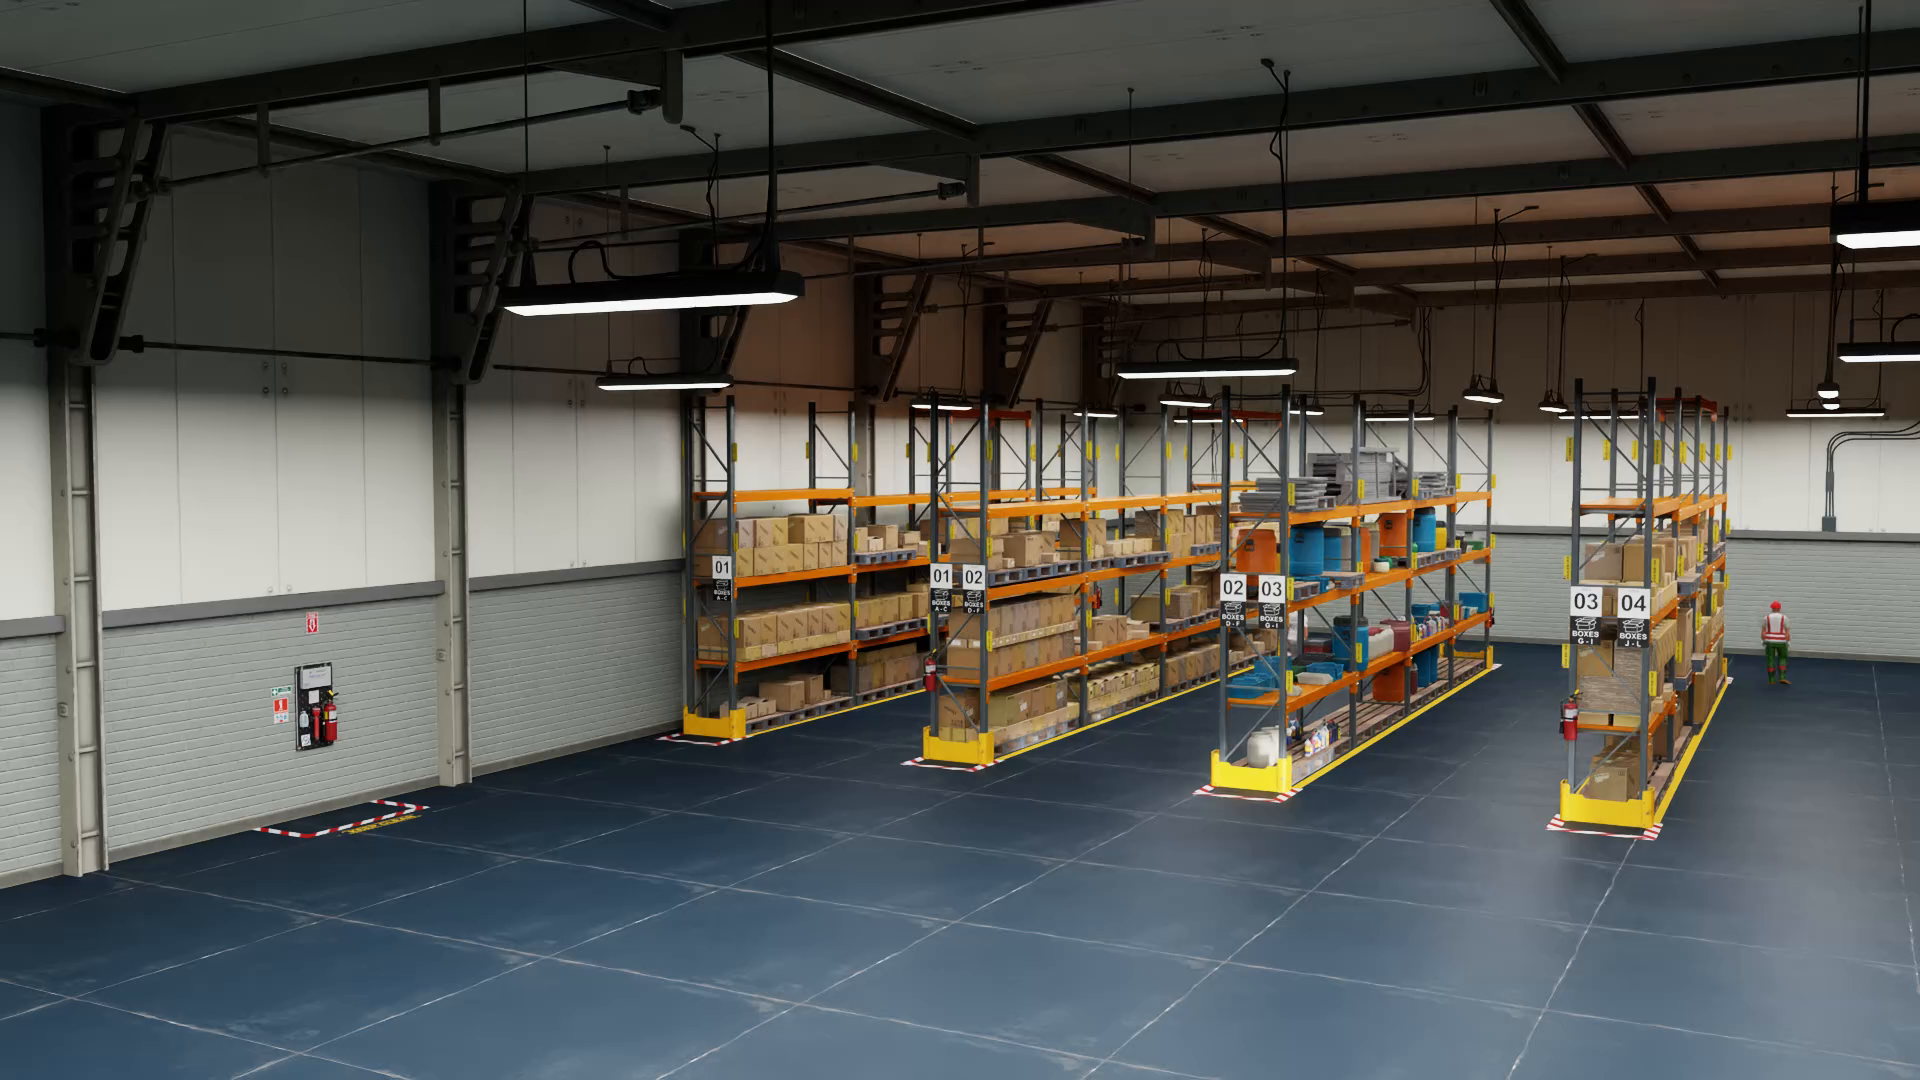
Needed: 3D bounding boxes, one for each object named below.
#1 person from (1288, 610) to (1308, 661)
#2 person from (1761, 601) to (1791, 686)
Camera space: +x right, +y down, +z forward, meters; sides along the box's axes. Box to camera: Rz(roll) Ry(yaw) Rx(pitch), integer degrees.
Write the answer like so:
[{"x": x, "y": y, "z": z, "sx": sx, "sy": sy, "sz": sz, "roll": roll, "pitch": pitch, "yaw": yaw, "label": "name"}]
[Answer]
[{"x": 7.402, "y": 2.210, "z": 36.488, "sx": 0.585, "sy": 1.755, "sz": 0.541, "roll": 3, "pitch": 4, "yaw": 41, "label": "person"}, {"x": 17.597, "y": 2.228, "z": 35.843, "sx": 0.596, "sy": 1.813, "sz": 0.417, "roll": 1, "pitch": 3, "yaw": 25, "label": "person"}]
